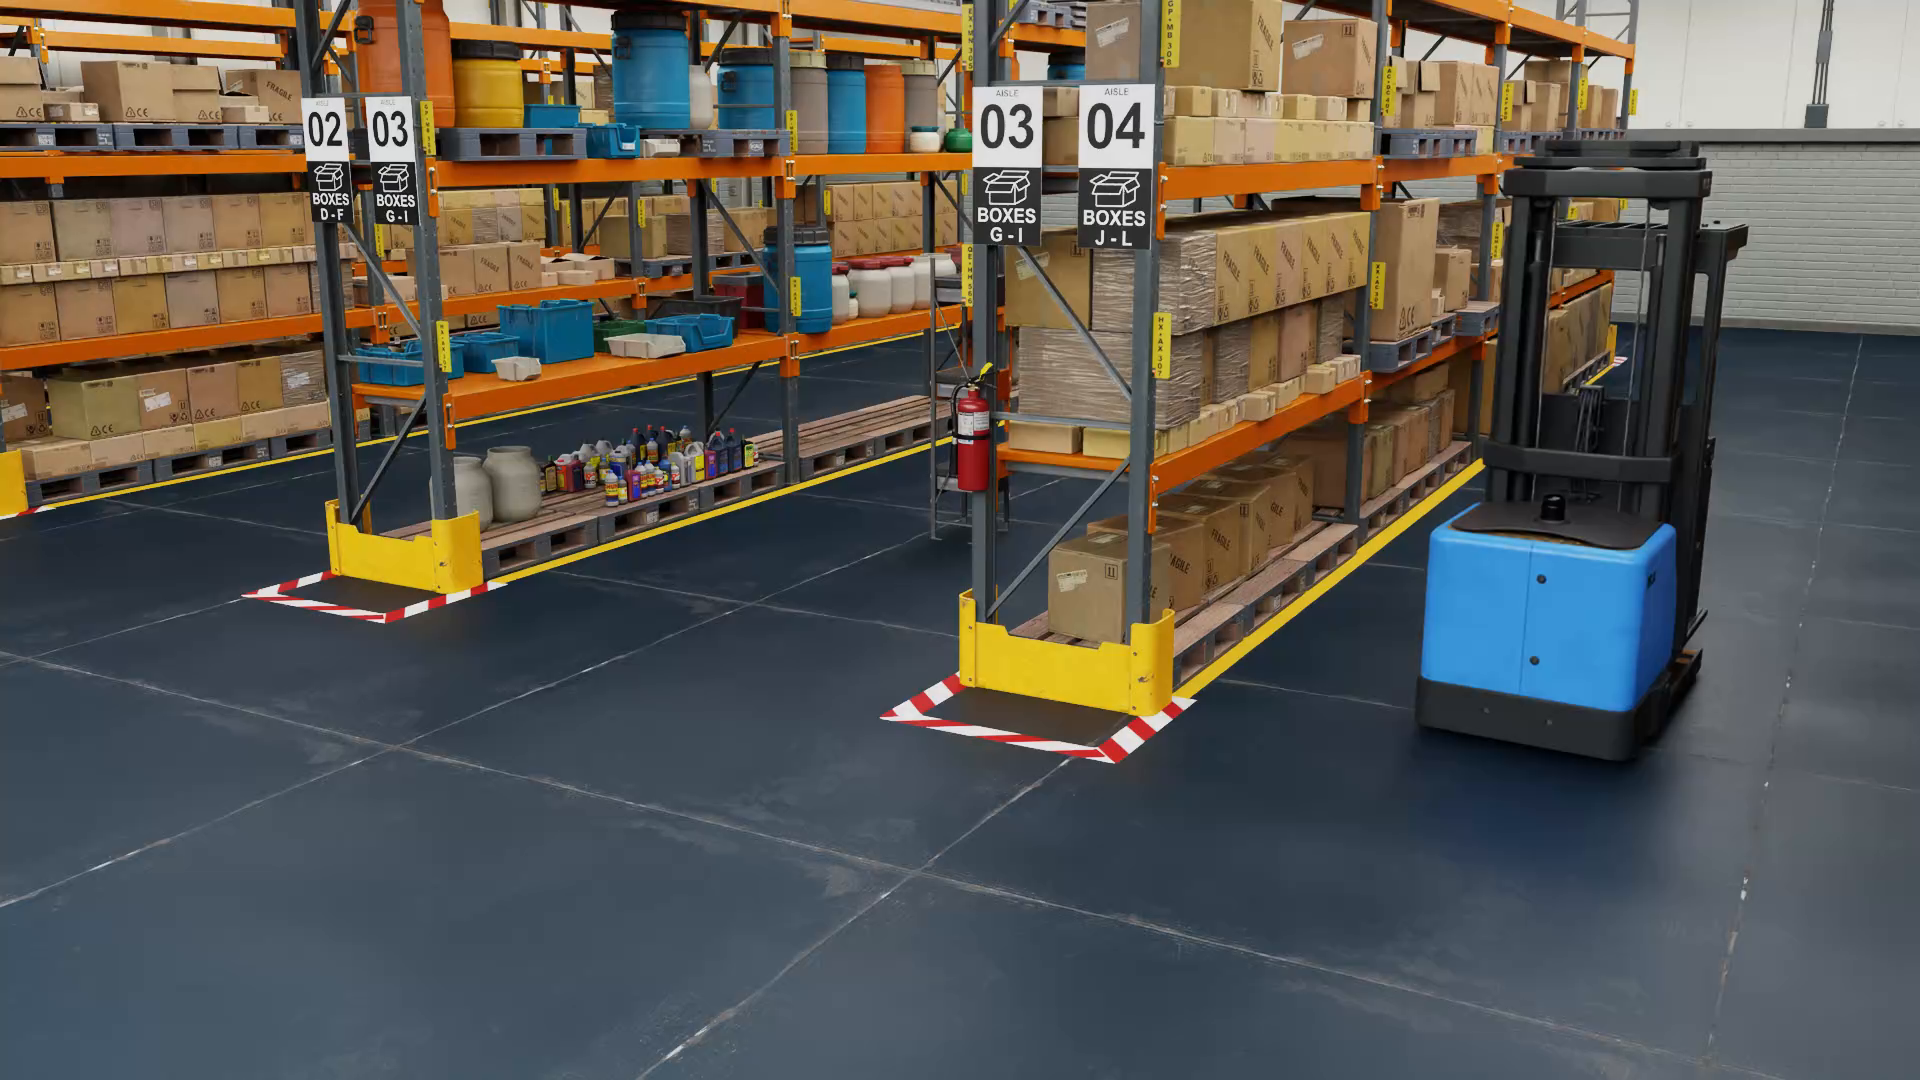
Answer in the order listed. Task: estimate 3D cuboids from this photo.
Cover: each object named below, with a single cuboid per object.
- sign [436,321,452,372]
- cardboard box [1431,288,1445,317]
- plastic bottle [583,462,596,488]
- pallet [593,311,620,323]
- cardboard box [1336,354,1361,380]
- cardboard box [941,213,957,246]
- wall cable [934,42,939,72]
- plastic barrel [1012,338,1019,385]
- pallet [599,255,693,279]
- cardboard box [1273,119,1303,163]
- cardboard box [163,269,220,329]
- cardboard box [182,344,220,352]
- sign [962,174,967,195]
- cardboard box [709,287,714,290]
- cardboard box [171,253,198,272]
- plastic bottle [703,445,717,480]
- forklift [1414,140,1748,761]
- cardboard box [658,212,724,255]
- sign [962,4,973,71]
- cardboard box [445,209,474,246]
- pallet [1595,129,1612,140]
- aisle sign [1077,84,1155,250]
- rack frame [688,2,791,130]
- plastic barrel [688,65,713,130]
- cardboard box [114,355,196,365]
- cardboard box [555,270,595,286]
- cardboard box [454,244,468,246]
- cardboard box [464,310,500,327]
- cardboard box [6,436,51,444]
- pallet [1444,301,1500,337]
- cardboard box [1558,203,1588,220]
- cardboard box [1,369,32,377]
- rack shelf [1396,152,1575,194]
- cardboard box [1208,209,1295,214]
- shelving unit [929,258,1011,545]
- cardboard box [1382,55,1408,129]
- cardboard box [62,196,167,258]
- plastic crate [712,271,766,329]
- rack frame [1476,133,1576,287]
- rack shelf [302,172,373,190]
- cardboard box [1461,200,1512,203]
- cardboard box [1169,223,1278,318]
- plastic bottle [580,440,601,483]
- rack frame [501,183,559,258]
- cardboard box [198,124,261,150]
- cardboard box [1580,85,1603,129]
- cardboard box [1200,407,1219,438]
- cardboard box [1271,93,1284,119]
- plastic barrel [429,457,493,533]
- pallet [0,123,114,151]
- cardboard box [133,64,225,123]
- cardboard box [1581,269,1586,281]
[{"bbox_3d":[-3.325,-1.246,10.713,0.100,0.325,0.005,7,15,28],"label":"sign"},{"bbox_3d":[3.829,-2.021,13.909,0.396,0.266,0.258,7,15,26],"label":"cardboard box"},{"bbox_3d":[-2.970,-0.522,13.330,0.097,0.201,0.097,0,14,0],"label":"plastic bottle"},{"bbox_3d":[-6.240,-3.551,26.813,1.003,0.211,1.213,7,15,28],"label":"pallet"},{"bbox_3d":[2.618,-1.235,11.793,0.380,0.149,0.250,7,15,28],"label":"cardboard box"},{"bbox_3d":[-0.383,-4.946,26.434,0.500,0.500,0.500,8,16,30],"label":"cardboard box"},{"bbox_3d":[0.673,-10.256,31.723,3.097,2.526,0.112,7,15,28],"label":"wall cable"},{"bbox_3d":[0.479,-2.039,19.005,0.421,0.512,0.421,0,14,0],"label":"plastic barrel"},{"bbox_3d":[-4.005,-3.432,20.779,1.213,0.211,1.003,7,15,28],"label":"pallet"},{"bbox_3d":[1.724,-2.384,9.942,0.500,0.250,0.500,8,16,30],"label":"cardboard box"},{"bbox_3d":[-7.156,-2.198,15.037,0.700,0.500,0.500,8,16,30],"label":"cardboard box"},{"bbox_3d":[-9.714,-2.482,20.822,0.700,0.500,0.500,8,15,29],"label":"cardboard box"},{"bbox_3d":[0.072,-5.669,26.504,0.100,0.325,0.005,7,15,28],"label":"sign"},{"bbox_3d":[-3.269,-3.286,22.556,0.500,0.250,0.500,7,15,28],"label":"cardboard box"},{"bbox_3d":[-7.017,-2.472,14.792,0.380,0.149,0.250,8,15,29],"label":"cardboard box"},{"bbox_3d":[-2.065,-0.647,13.674,0.061,0.283,0.133,9,16,32],"label":"plastic bottle"},{"bbox_3d":[3.518,-0.664,9.036,1.130,2.935,3.031,8,16,31],"label":"forklift"},{"bbox_3d":[-3.457,-3.939,21.363,0.700,0.500,0.500,11,17,38],"label":"cardboard box"},{"bbox_3d":[0.055,-2.570,8.503,0.100,0.325,0.005,7,15,28],"label":"sign"},{"bbox_3d":[-7.404,-4.528,24.026,0.500,0.500,0.500,8,16,30],"label":"cardboard box"},{"bbox_3d":[7.328,-4.907,20.277,1.003,0.211,1.213,7,15,28],"label":"pallet"},{"bbox_3d":[0.764,-1.831,8.182,0.394,0.787,0.004,7,15,28],"label":"aisle sign"},{"bbox_3d":[-1.871,-4.912,13.709,1.000,3.000,0.127,7,15,28],"label":"rack frame"},{"bbox_3d":[-2.251,-3.646,13.724,0.421,0.512,0.421,0,14,0],"label":"plastic barrel"},{"bbox_3d":[-7.427,-1.422,15.403,0.500,0.500,0.500,7,15,28],"label":"cardboard box"},{"bbox_3d":[-4.465,-3.040,19.281,0.380,0.149,0.250,7,15,28],"label":"cardboard box"},{"bbox_3d":[-7.383,-4.237,24.201,0.380,0.149,0.250,8,16,30],"label":"cardboard box"},{"bbox_3d":[-7.304,-3.588,24.706,0.750,0.750,0.750,8,16,30],"label":"cardboard box"},{"bbox_3d":[-8.138,-0.748,14.207,0.500,0.250,0.500,7,15,28],"label":"cardboard box"},{"bbox_3d":[4.147,-2.004,14.854,1.213,0.211,1.003,7,15,28],"label":"pallet"},{"bbox_3d":[7.032,-3.682,19.490,0.500,0.500,0.500,7,15,28],"label":"cardboard box"},{"bbox_3d":[-10.776,-1.842,18.879,0.380,0.166,0.250,5,15,21],"label":"cardboard box"},{"bbox_3d":[5.365,-3.774,16.923,1.077,0.370,4.000,7,15,28],"label":"rack shelf"},{"bbox_3d":[2.025,-2.050,11.657,0.500,0.500,0.500,7,15,28],"label":"cardboard box"},{"bbox_3d":[0.080,-1.055,12.428,0.431,2.100,0.503,7,15,28],"label":"shelving unit"},{"bbox_3d":[2.779,-3.232,12.025,0.797,0.503,0.637,7,15,25],"label":"cardboard box"},{"bbox_3d":[-7.384,-2.734,14.491,0.700,0.500,0.500,7,15,28],"label":"cardboard box"},{"bbox_3d":[-1.905,-2.161,14.960,0.402,0.464,0.583,7,15,28],"label":"plastic crate"},{"bbox_3d":[6.332,-3.076,18.892,1.000,3.000,0.127,7,15,28],"label":"rack frame"},{"bbox_3d":[-5.239,-4.077,18.178,1.077,0.370,4.000,7,15,28],"label":"rack shelf"},{"bbox_3d":[5.689,-3.341,17.637,0.797,0.503,0.637,8,15,29],"label":"cardboard box"},{"bbox_3d":[1.524,-1.580,9.705,0.500,0.500,0.500,7,15,28],"label":"cardboard box"},{"bbox_3d":[-3.011,-0.639,13.498,0.144,0.351,0.185,8,16,30],"label":"plastic bottle"},{"bbox_3d":[-6.676,-4.760,25.876,1.000,3.000,0.127,7,15,28],"label":"rack frame"},{"bbox_3d":[-9.318,-5.202,21.046,0.797,0.503,0.637,10,17,36],"label":"cardboard box"},{"bbox_3d":[7.299,-5.204,19.996,0.700,0.500,0.500,8,16,30],"label":"cardboard box"},{"bbox_3d":[1.252,-0.676,9.472,0.380,0.149,0.250,7,15,28],"label":"cardboard box"},{"bbox_3d":[1.720,-2.598,9.979,0.380,0.149,0.250,7,15,26],"label":"cardboard box"},{"bbox_3d":[-3.554,-0.314,11.846,0.421,0.512,0.421,0,14,0],"label":"plastic barrel"},{"bbox_3d":[-7.775,-3.295,13.587,1.003,0.211,1.213,7,15,28],"label":"pallet"},{"bbox_3d":[-7.112,-4.015,14.971,0.797,0.503,0.637,9,16,34],"label":"cardboard box"},{"bbox_3d":[7.269,-3.191,19.908,0.380,0.149,0.250,7,15,27],"label":"cardboard box"}]
